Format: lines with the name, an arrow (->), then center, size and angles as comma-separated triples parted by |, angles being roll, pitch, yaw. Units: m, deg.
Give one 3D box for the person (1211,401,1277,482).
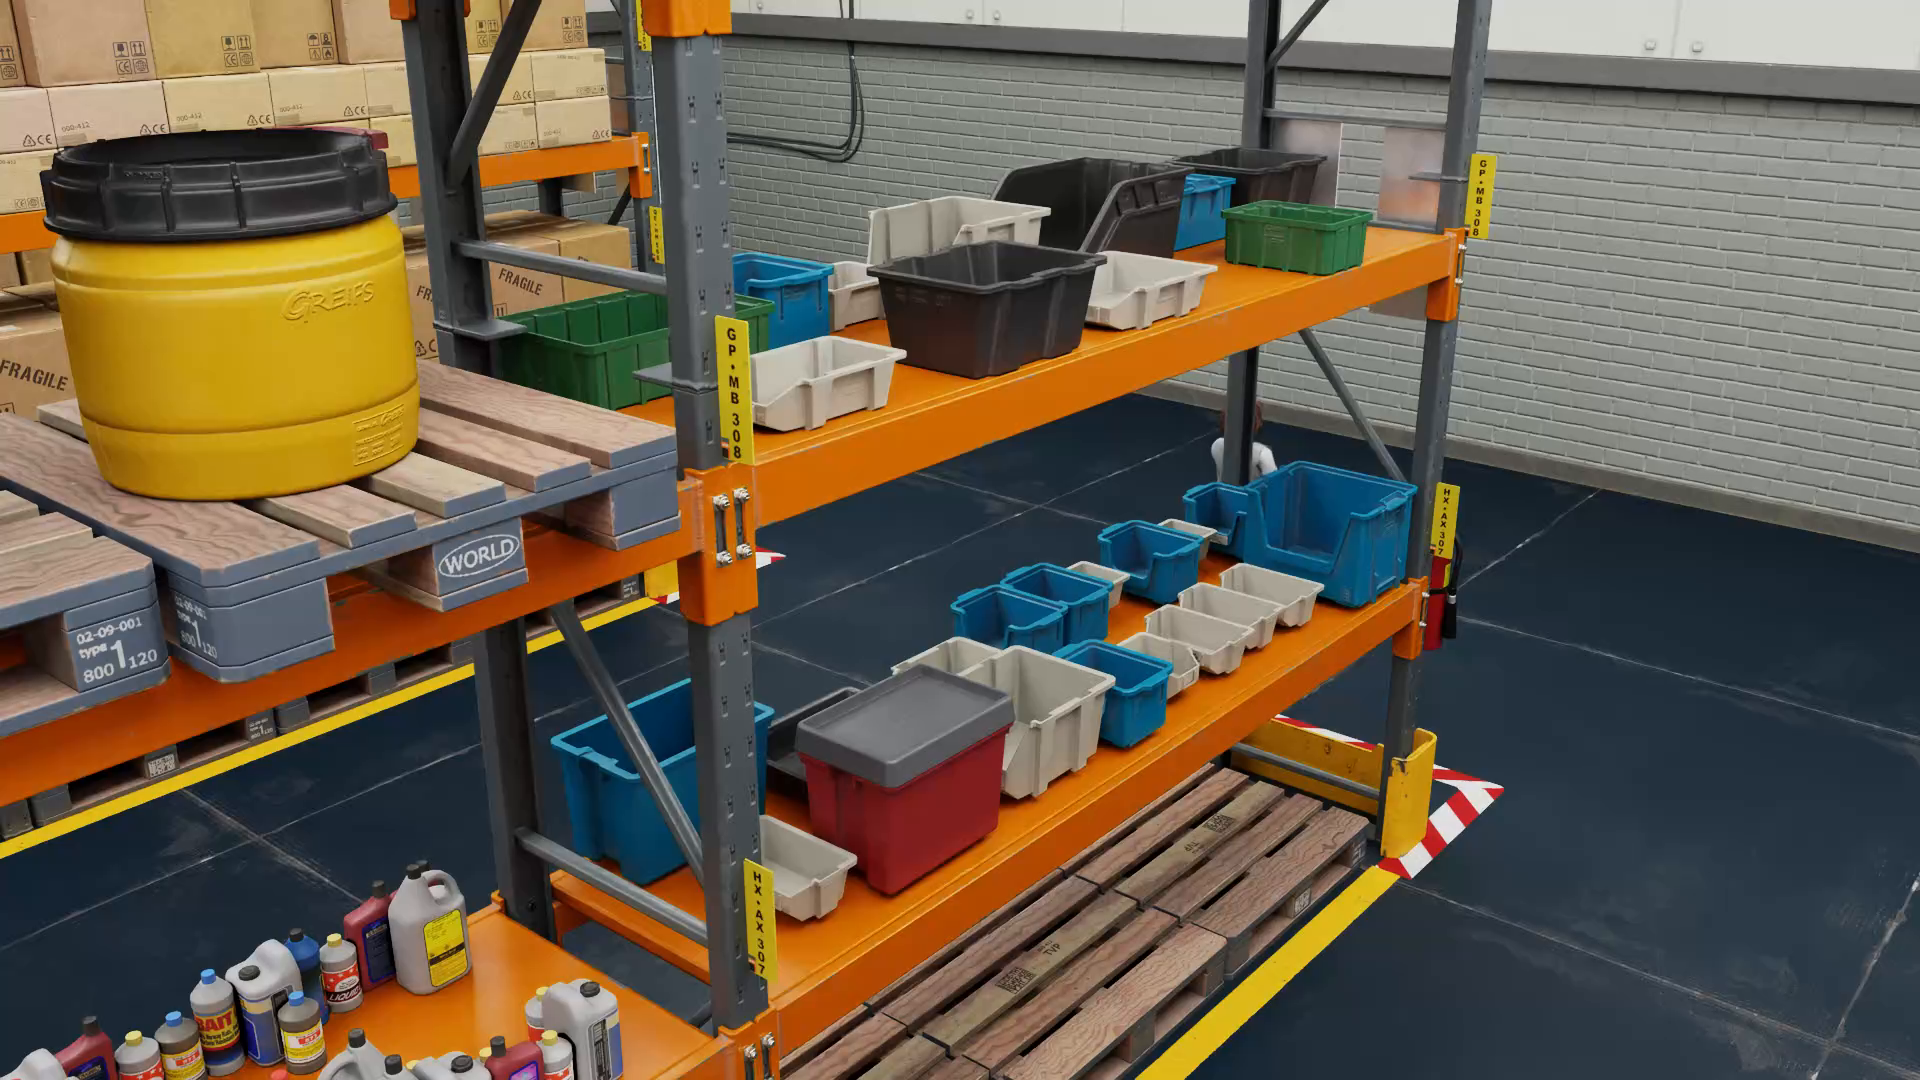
person -> 1.611, -0.041, 9.200 | 0.412, 1.594, 0.481 | 18, 27, 40
